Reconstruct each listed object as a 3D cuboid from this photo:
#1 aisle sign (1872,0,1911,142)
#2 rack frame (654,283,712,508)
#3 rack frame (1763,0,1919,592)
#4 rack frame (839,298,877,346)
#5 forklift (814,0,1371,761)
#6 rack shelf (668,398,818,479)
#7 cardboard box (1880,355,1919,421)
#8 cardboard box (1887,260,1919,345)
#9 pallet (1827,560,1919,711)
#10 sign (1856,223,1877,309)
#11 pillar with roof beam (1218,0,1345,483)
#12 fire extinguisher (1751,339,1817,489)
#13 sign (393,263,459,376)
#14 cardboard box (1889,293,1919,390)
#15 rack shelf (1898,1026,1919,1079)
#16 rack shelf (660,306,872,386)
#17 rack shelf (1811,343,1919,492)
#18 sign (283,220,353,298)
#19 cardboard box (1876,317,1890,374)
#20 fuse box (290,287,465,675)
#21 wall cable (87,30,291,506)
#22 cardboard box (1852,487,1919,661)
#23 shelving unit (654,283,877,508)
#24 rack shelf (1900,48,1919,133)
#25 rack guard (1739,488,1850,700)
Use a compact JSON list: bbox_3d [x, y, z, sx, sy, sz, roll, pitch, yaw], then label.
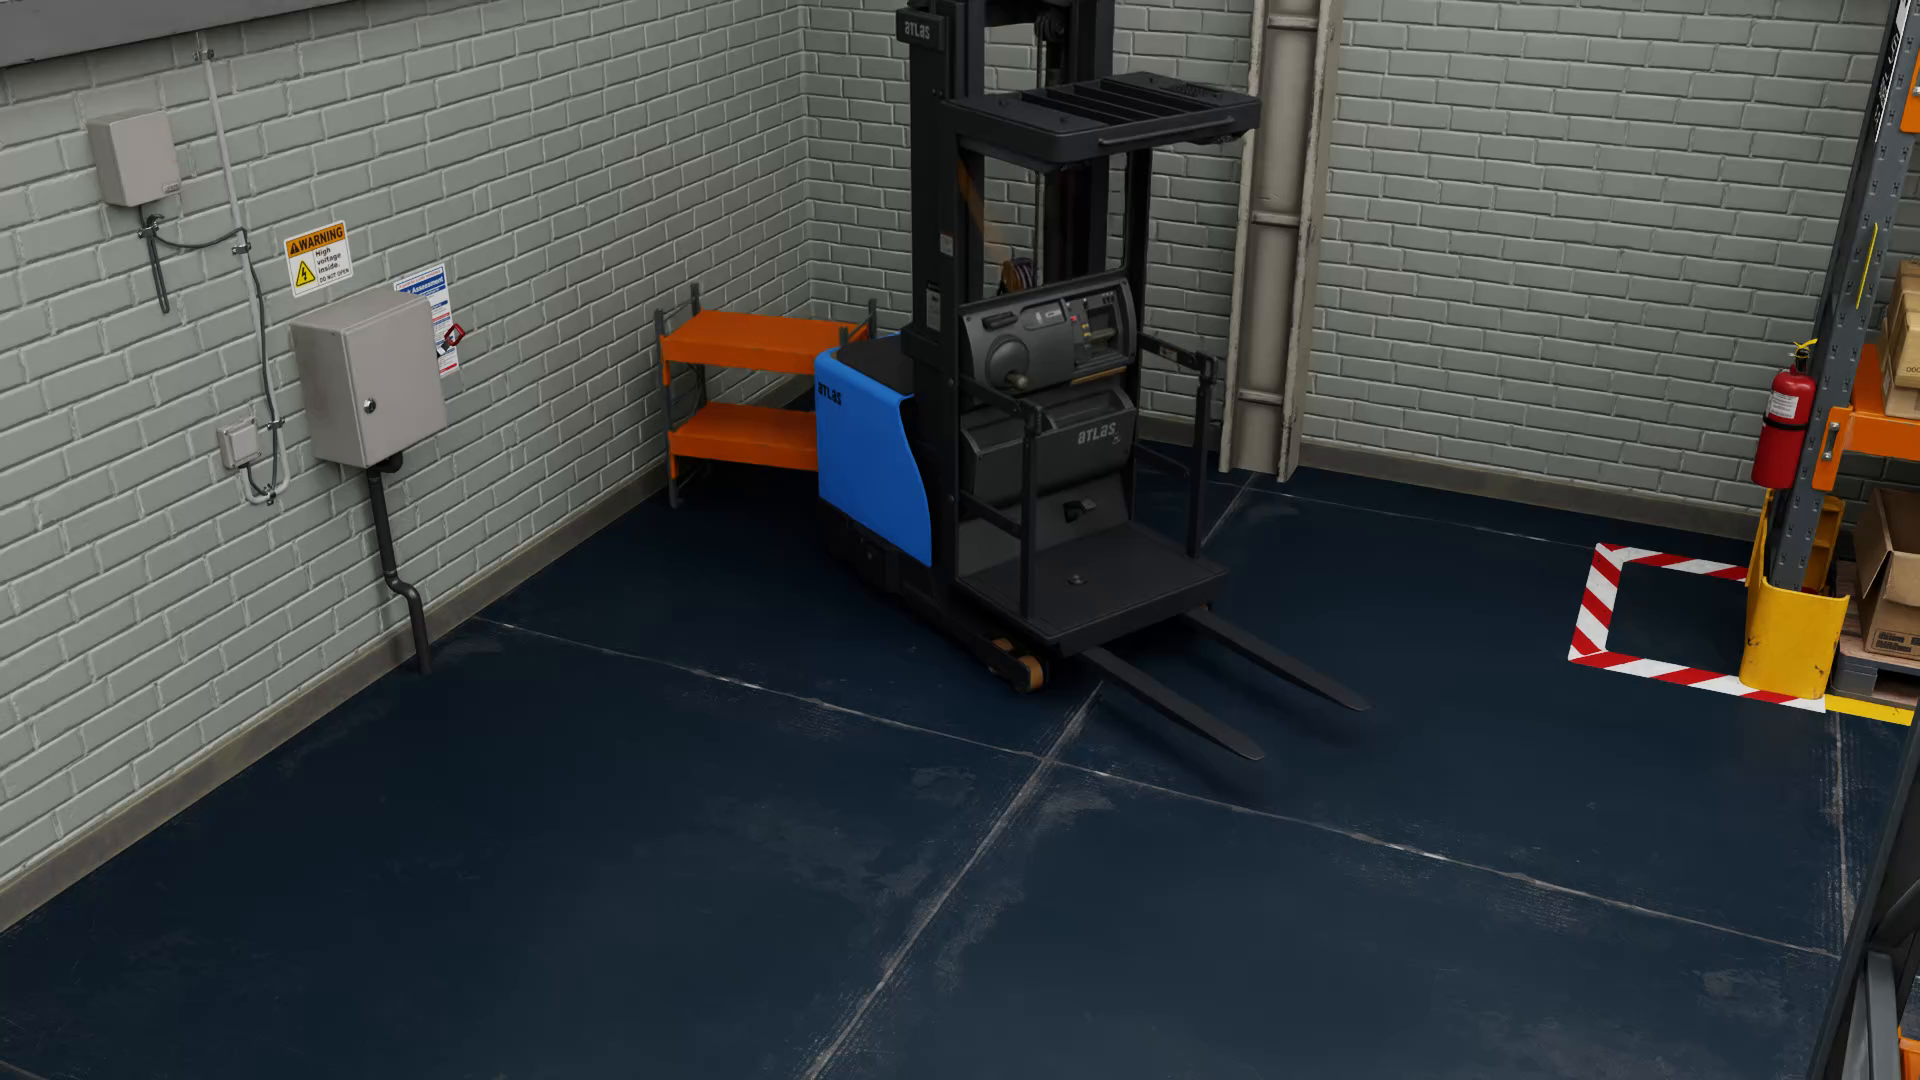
[{"bbox_3d":[3.624,-1.973,6.418,0.004,0.787,0.394,11,28,22],"label":"aisle sign"},{"bbox_3d":[-1.505,-0.788,9.078,0.032,1.125,0.500,7,27,14],"label":"rack frame"},{"bbox_3d":[3.807,-0.912,7.207,0.127,3.000,1.000,11,28,22],"label":"rack frame"},{"bbox_3d":[-0.526,-0.666,8.829,0.032,1.125,0.500,7,27,14],"label":"rack frame"},{"bbox_3d":[0.533,-0.880,7.220,1.130,2.935,3.031,-18,31,-32],"label":"forklift"},{"bbox_3d":[-1.015,-0.508,9.061,1.000,0.278,0.538,7,27,14],"label":"rack shelf"},{"bbox_3d":[3.993,-0.629,6.916,0.250,0.149,0.380,11,28,21],"label":"cardboard box"},{"bbox_3d":[4.336,-1.001,7.220,0.500,0.250,0.500,12,29,23],"label":"cardboard box"},{"bbox_3d":[4.602,0.498,7.499,1.213,0.211,1.003,11,28,22],"label":"pallet"},{"bbox_3d":[3.583,-1.082,6.572,0.005,0.325,0.100,11,28,22],"label":"sign"},{"bbox_3d":[-0.056,-2.728,4.103,0.400,9.000,9.100,11,28,22],"label":"pillar with roof beam"},{"bbox_3d":[3.482,-0.551,6.984,0.183,0.674,0.296,11,28,22],"label":"fire extinguisher"},{"bbox_3d":[-2.368,-0.949,7.389,0.001,0.494,0.329,11,28,22],"label":"sign"},{"bbox_3d":[4.109,-0.787,6.786,0.500,0.250,0.500,12,28,22],"label":"cardboard box"},{"bbox_3d":[3.577,1.773,2.568,4.000,0.370,1.077,11,28,22],"label":"rack shelf"},{"bbox_3d":[-1.015,-0.990,8.824,1.000,0.278,0.538,7,27,14],"label":"rack shelf"},{"bbox_3d":[5.628,-0.224,6.623,4.000,0.370,1.077,11,28,22],"label":"rack shelf"},{"bbox_3d":[-2.596,-1.141,6.737,0.001,0.242,0.339,11,28,22],"label":"sign"},{"bbox_3d":[4.220,-0.847,7.359,0.250,0.149,0.380,11,28,21],"label":"cardboard box"},{"bbox_3d":[-2.384,-0.177,7.173,0.414,1.711,0.539,11,28,22],"label":"fuse box"},{"bbox_3d":[-2.810,-0.965,6.165,0.122,1.984,0.588,11,28,22],"label":"wall cable"},{"bbox_3d":[4.325,0.169,7.361,0.637,0.503,0.797,10,28,20],"label":"cardboard box"},{"bbox_3d":[-1.015,-0.727,8.953,1.048,1.125,0.538,7,27,14],"label":"shelving unit"},{"bbox_3d":[5.628,-1.570,5.961,4.000,0.370,1.077,11,28,22],"label":"rack shelf"},{"bbox_3d":[3.876,0.223,7.731,0.348,0.500,1.175,11,28,22],"label":"rack guard"}]
